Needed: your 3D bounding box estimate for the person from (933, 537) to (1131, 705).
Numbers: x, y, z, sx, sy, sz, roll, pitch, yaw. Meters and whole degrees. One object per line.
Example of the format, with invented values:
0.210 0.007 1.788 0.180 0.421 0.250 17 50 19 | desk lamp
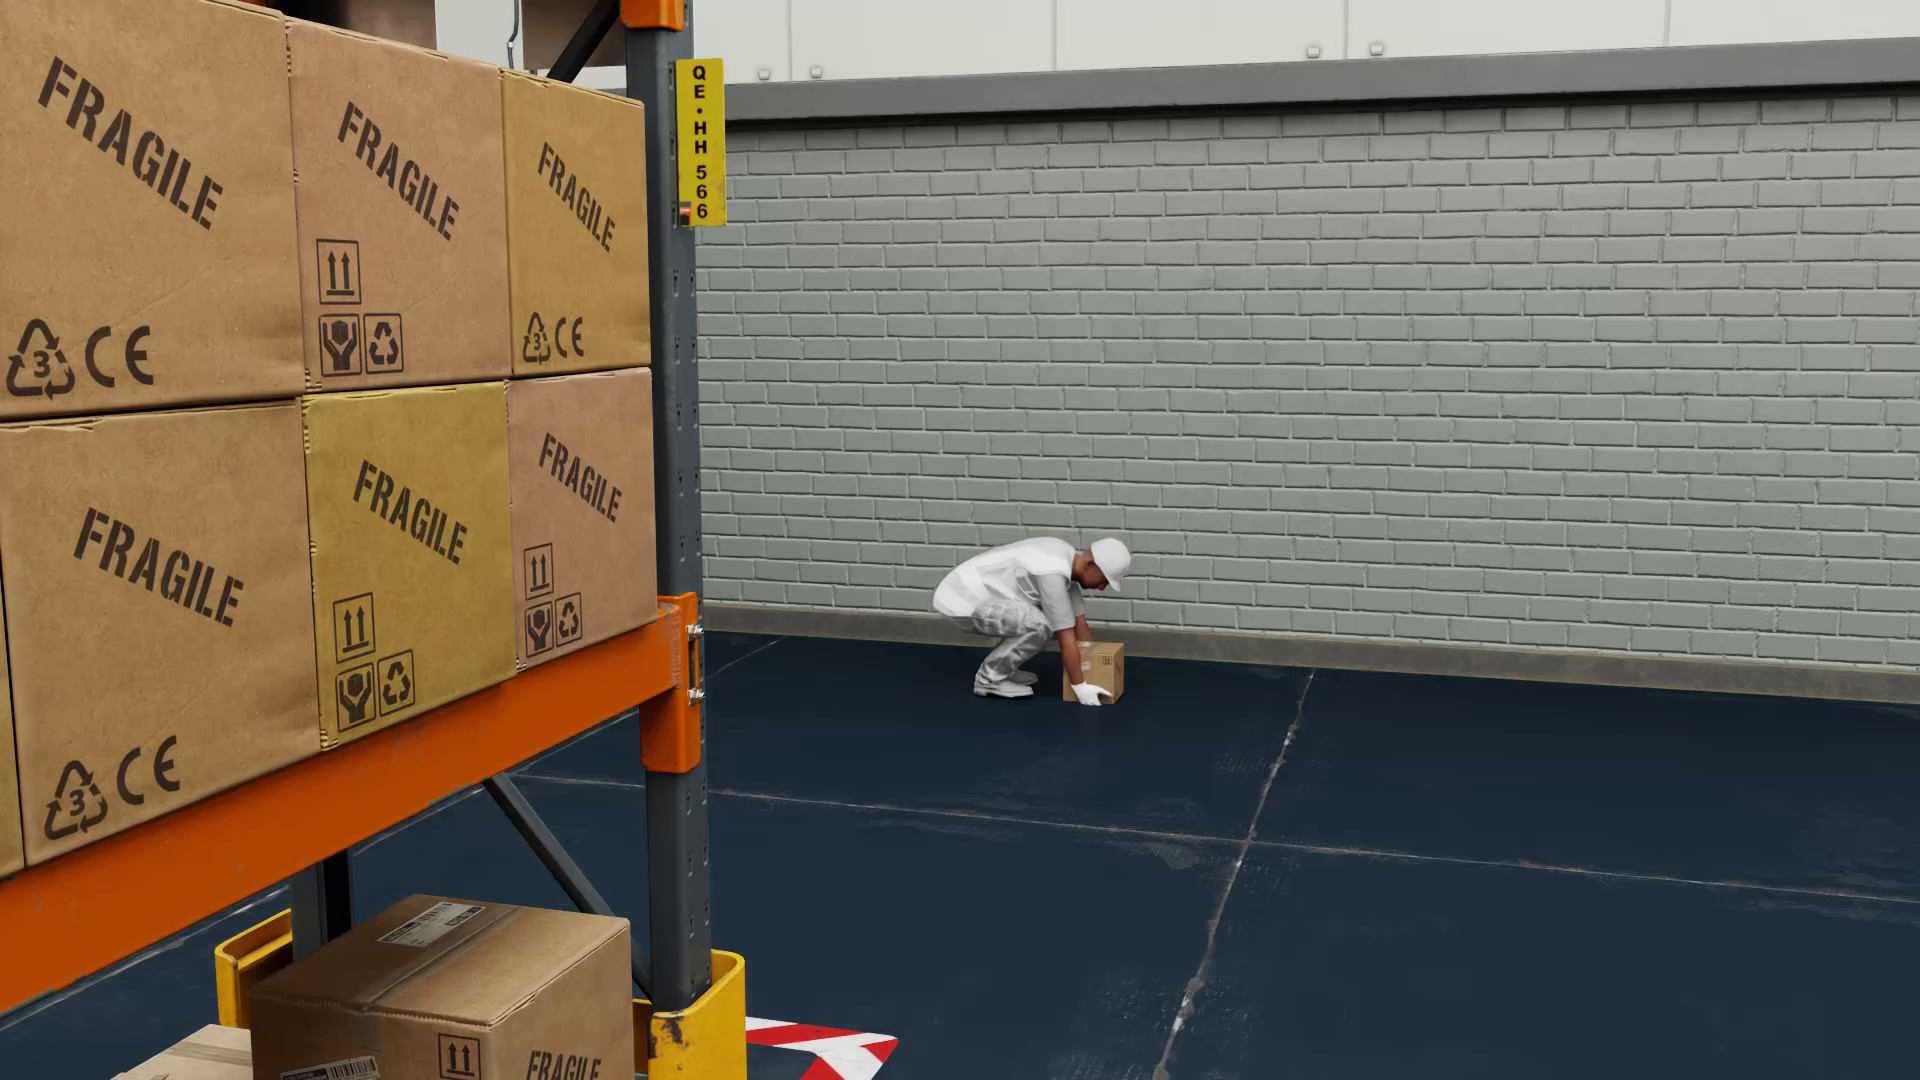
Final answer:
0.361 0.401 8.224 0.957 0.850 0.555 2 9 15 | person
